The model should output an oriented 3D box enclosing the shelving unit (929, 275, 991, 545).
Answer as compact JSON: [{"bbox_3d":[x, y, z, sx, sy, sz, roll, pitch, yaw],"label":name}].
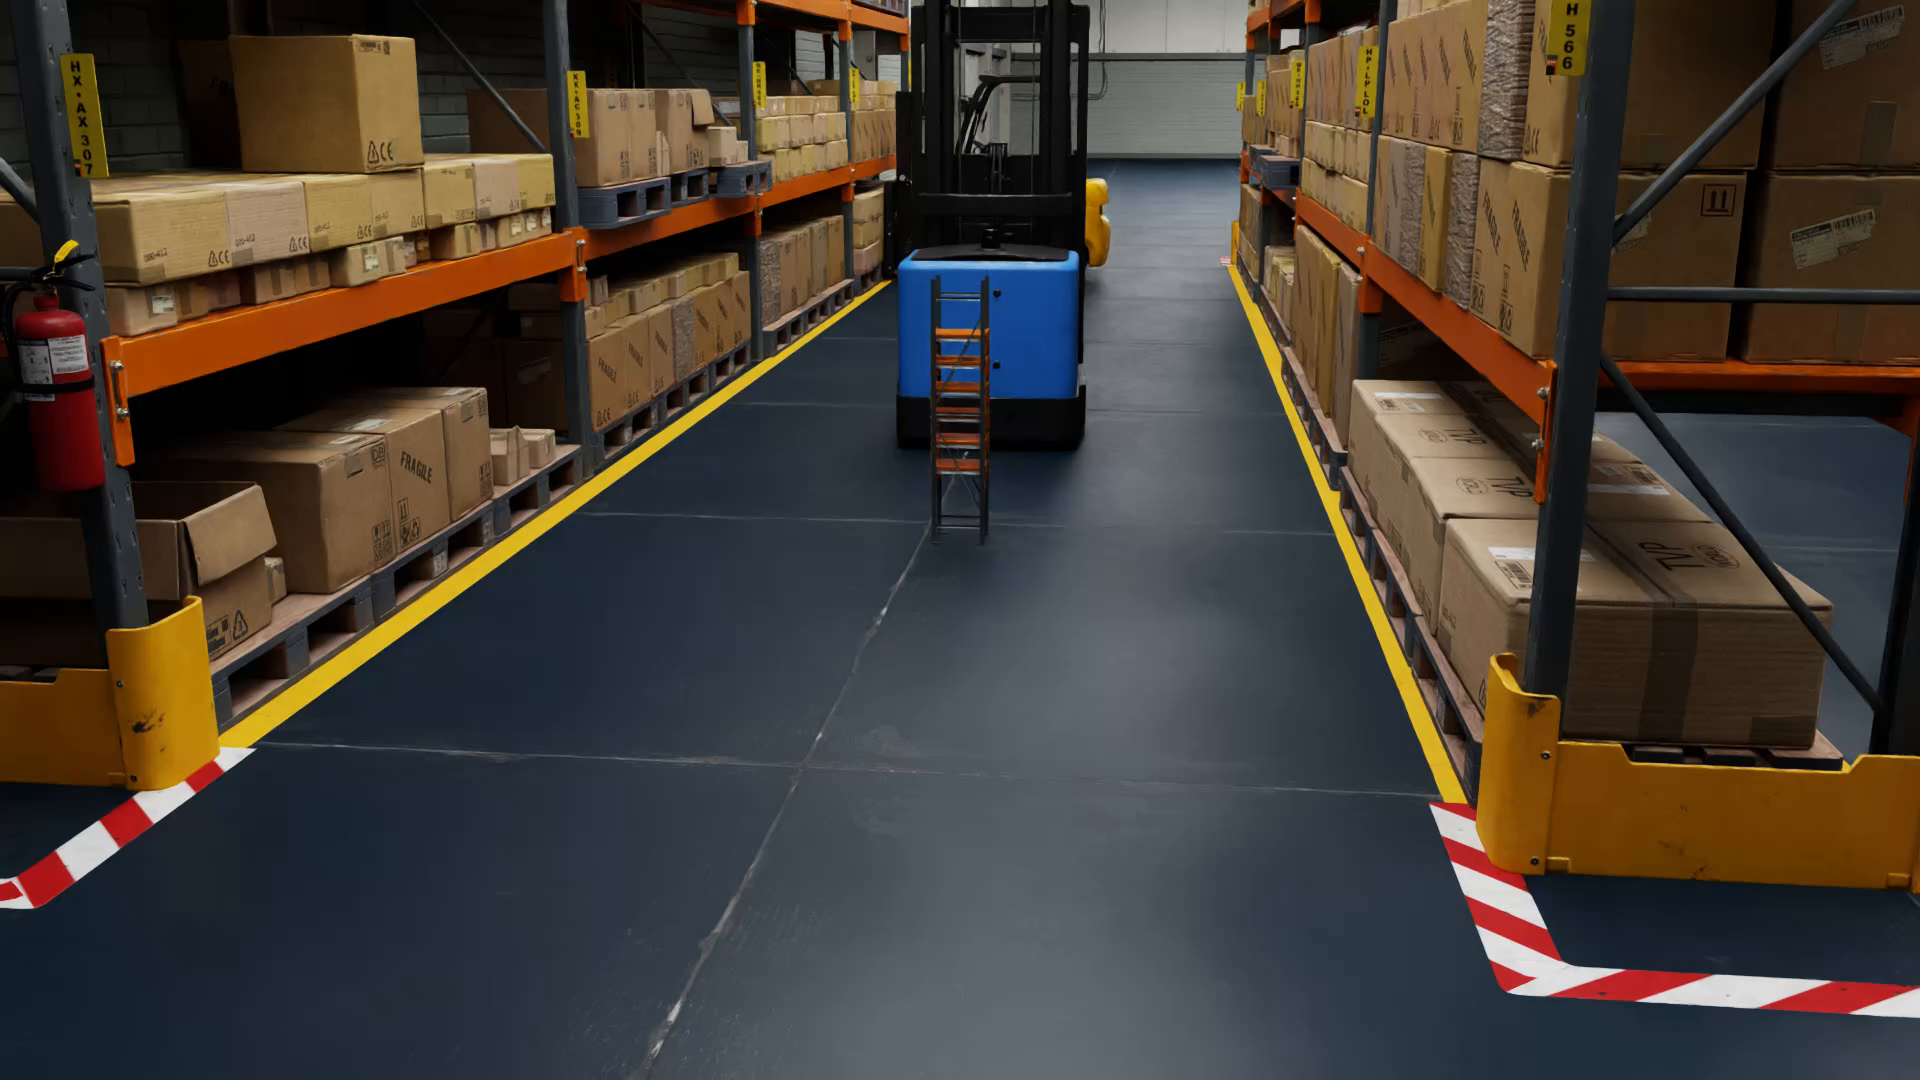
[{"bbox_3d":[0.002,-0.583,7.519,0.258,1.200,0.189,2,15,6],"label":"shelving unit"}]

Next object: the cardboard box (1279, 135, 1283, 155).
[{"bbox_3d":[2.722,-3.124,13.144,0.380,0.149,0.250,2,15,7],"label":"cardboard box"}]

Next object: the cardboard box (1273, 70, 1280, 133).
[{"bbox_3d":[2.864,-3.602,13.672,0.500,0.500,0.500,1,15,4],"label":"cardboard box"}]

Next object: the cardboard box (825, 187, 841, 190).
[{"bbox_3d":[-1.533,-3.742,18.303,0.500,0.250,0.500,1,15,5],"label":"cardboard box"}]

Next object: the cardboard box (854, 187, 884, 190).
[{"bbox_3d":[-1.012,-3.729,18.256,0.500,0.250,0.500,1,15,5],"label":"cardboard box"}]

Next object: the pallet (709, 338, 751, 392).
[{"bbox_3d":[-2.131,-1.282,11.997,1.003,0.211,1.213,2,15,6],"label":"pallet"}]

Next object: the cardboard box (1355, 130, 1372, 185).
[{"bbox_3d":[2.280,-1.928,8.375,0.500,0.250,0.500,2,15,6],"label":"cardboard box"}]

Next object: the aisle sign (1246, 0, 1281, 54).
[{"bbox_3d":[3.525,-6.030,19.235,0.394,0.787,0.004,2,15,6],"label":"aisle sign"}]

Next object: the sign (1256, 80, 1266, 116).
[{"bbox_3d":[2.835,-4.144,15.583,0.100,0.325,0.005,2,15,6],"label":"sign"}]

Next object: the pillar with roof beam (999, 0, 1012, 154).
[{"bbox_3d":[5.582,-15.291,46.972,9.100,9.000,0.400,2,15,6],"label":"pillar with roof beam"}]

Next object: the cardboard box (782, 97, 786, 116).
[{"bbox_3d":[-1.633,-3.526,13.523,0.380,0.149,0.250,2,15,7],"label":"cardboard box"}]

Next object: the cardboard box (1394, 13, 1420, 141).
[{"bbox_3d":[2.114,-1.921,6.914,0.500,0.500,0.500,1,15,6],"label":"cardboard box"}]

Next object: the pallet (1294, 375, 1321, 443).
[{"bbox_3d":[2.619,-0.811,10.257,1.003,0.211,1.213,2,15,6],"label":"pallet"}]

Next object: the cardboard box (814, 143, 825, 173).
[{"bbox_3d":[-1.492,-3.388,14.734,0.500,0.250,0.500,2,15,7],"label":"cardboard box"}]

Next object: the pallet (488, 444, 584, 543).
[{"bbox_3d":[-2.539,-0.258,8.214,1.003,0.211,1.213,2,15,6],"label":"pallet"}]

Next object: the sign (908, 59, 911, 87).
[{"bbox_3d":[-0.569,-5.549,19.764,0.100,0.325,0.005,2,15,6],"label":"sign"}]

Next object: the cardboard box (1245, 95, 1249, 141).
[{"bbox_3d":[3.442,-4.693,18.508,0.500,0.500,0.500,2,15,8],"label":"cardboard box"}]

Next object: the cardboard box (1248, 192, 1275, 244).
[{"bbox_3d":[3.287,-3.375,17.425,0.500,0.500,0.500,3,15,9],"label":"cardboard box"}]

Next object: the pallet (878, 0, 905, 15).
[{"bbox_3d":[-1.212,-6.118,18.963,1.003,0.211,1.213,2,15,6],"label":"pallet"}]

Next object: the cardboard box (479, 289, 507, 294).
[{"bbox_3d":[-2.660,-1.395,9.815,0.380,0.149,0.250,1,15,4],"label":"cardboard box"}]

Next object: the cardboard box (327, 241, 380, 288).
[{"bbox_3d":[-2.407,-1.034,6.220,0.380,0.149,0.250,1,15,5],"label":"cardboard box"}]

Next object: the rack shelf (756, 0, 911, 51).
[{"bbox_3d":[-1.332,-5.477,17.802,1.077,0.370,4.000,2,15,6],"label":"rack shelf"}]

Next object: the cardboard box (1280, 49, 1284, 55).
[{"bbox_3d":[3.985,-5.285,18.785,0.700,0.500,0.500,1,15,5],"label":"cardboard box"}]

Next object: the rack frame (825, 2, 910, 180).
[{"bbox_3d":[-1.106,-4.895,20.018,1.000,3.000,0.127,2,15,6],"label":"rack frame"}]

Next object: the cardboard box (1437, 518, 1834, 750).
[{"bbox_3d":[1.996,0.260,5.058,0.875,0.438,0.875,1,15,4],"label":"cardboard box"}]

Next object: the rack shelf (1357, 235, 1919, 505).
[{"bbox_3d":[2.246,-0.771,6.147,1.077,0.370,4.000,2,15,6],"label":"rack shelf"}]

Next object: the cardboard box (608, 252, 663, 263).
[{"bbox_3d":[-2.378,-2.003,12.066,0.380,0.149,0.250,2,15,9],"label":"cardboard box"}]

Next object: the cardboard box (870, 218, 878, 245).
[{"bbox_3d":[-1.142,-3.221,17.334,0.500,0.250,0.500,2,15,6],"label":"cardboard box"}]

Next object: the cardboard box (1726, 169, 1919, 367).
[{"bbox_3d":[2.360,-0.764,4.551,0.500,0.500,0.500,2,15,6],"label":"cardboard box"}]

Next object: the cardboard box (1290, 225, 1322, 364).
[{"bbox_3d":[2.763,-1.675,11.377,0.875,0.875,0.875,2,15,6],"label":"cardboard box"}]

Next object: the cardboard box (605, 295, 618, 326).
[{"bbox_3d":[-2.184,-1.318,9.532,0.380,0.149,0.250,1,15,3],"label":"cardboard box"}]

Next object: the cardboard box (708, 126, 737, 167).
[{"bbox_3d":[-1.807,-2.667,11.263,0.500,0.250,0.500,1,15,4],"label":"cardboard box"}]

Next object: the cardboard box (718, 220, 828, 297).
[{"bbox_3d":[-1.701,-2.577,15.192,0.875,0.625,0.625,2,15,6],"label":"cardboard box"}]

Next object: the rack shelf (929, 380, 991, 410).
[{"bbox_3d":[0.002,-0.656,7.500,0.258,0.103,0.180,2,15,6],"label":"rack shelf"}]

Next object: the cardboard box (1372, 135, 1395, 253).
[{"bbox_3d":[2.159,-1.572,7.537,0.500,0.500,0.500,2,15,8],"label":"cardboard box"}]

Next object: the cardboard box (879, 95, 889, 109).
[{"bbox_3d":[-0.988,-4.825,18.325,0.380,0.149,0.250,2,15,7],"label":"cardboard box"}]

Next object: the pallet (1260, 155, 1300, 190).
[{"bbox_3d":[2.898,-2.770,12.528,1.213,0.211,1.003,2,15,6],"label":"pallet"}]

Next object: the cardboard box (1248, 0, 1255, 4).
[{"bbox_3d":[3.505,-6.146,18.617,0.500,0.250,0.500,1,15,5],"label":"cardboard box"}]

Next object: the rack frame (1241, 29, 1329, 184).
[{"bbox_3d":[3.826,-4.750,19.481,1.000,3.000,0.127,2,15,6],"label":"rack frame"}]

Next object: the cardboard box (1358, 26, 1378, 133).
[{"bbox_3d":[2.273,-2.292,8.284,0.500,0.500,0.500,2,15,8],"label":"cardboard box"}]

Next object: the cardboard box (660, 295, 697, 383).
[{"bbox_3d":[-2.007,-1.300,10.706,0.500,0.500,0.500,1,15,4],"label":"cardboard box"}]

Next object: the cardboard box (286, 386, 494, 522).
[{"bbox_3d":[-2.496,-0.387,7.331,0.700,0.500,0.500,1,15,4],"label":"cardboard box"}]

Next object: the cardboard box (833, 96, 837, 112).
[{"bbox_3d":[-1.376,-4.124,15.732,0.380,0.149,0.250,2,15,8],"label":"cardboard box"}]

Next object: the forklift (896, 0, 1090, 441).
[{"bbox_3d":[0.264,-2.316,10.611,1.130,2.935,3.031,1,15,4],"label":"forklift"}]

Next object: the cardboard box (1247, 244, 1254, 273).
[{"bbox_3d":[3.224,-2.887,17.057,0.500,0.250,0.500,1,15,5],"label":"cardboard box"}]

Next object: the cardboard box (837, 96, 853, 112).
[{"bbox_3d":[-1.260,-4.294,16.361,0.380,0.149,0.250,1,15,5],"label":"cardboard box"}]

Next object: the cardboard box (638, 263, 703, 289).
[{"bbox_3d":[-1.962,-1.788,11.269,0.380,0.149,0.250,2,15,8],"label":"cardboard box"}]

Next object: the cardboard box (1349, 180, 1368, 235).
[{"bbox_3d":[2.272,-1.689,8.449,0.500,0.250,0.500,1,15,5],"label":"cardboard box"}]

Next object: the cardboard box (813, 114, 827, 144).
[{"bbox_3d":[-1.474,-3.626,14.653,0.500,0.250,0.500,2,15,7],"label":"cardboard box"}]

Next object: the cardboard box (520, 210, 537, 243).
[{"bbox_3d":[-2.253,-1.503,7.956,0.380,0.149,0.250,2,15,8],"label":"cardboard box"}]

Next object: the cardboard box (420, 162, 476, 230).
[{"bbox_3d":[-2.387,-1.455,7.015,0.500,0.250,0.500,2,15,6],"label":"cardboard box"}]
